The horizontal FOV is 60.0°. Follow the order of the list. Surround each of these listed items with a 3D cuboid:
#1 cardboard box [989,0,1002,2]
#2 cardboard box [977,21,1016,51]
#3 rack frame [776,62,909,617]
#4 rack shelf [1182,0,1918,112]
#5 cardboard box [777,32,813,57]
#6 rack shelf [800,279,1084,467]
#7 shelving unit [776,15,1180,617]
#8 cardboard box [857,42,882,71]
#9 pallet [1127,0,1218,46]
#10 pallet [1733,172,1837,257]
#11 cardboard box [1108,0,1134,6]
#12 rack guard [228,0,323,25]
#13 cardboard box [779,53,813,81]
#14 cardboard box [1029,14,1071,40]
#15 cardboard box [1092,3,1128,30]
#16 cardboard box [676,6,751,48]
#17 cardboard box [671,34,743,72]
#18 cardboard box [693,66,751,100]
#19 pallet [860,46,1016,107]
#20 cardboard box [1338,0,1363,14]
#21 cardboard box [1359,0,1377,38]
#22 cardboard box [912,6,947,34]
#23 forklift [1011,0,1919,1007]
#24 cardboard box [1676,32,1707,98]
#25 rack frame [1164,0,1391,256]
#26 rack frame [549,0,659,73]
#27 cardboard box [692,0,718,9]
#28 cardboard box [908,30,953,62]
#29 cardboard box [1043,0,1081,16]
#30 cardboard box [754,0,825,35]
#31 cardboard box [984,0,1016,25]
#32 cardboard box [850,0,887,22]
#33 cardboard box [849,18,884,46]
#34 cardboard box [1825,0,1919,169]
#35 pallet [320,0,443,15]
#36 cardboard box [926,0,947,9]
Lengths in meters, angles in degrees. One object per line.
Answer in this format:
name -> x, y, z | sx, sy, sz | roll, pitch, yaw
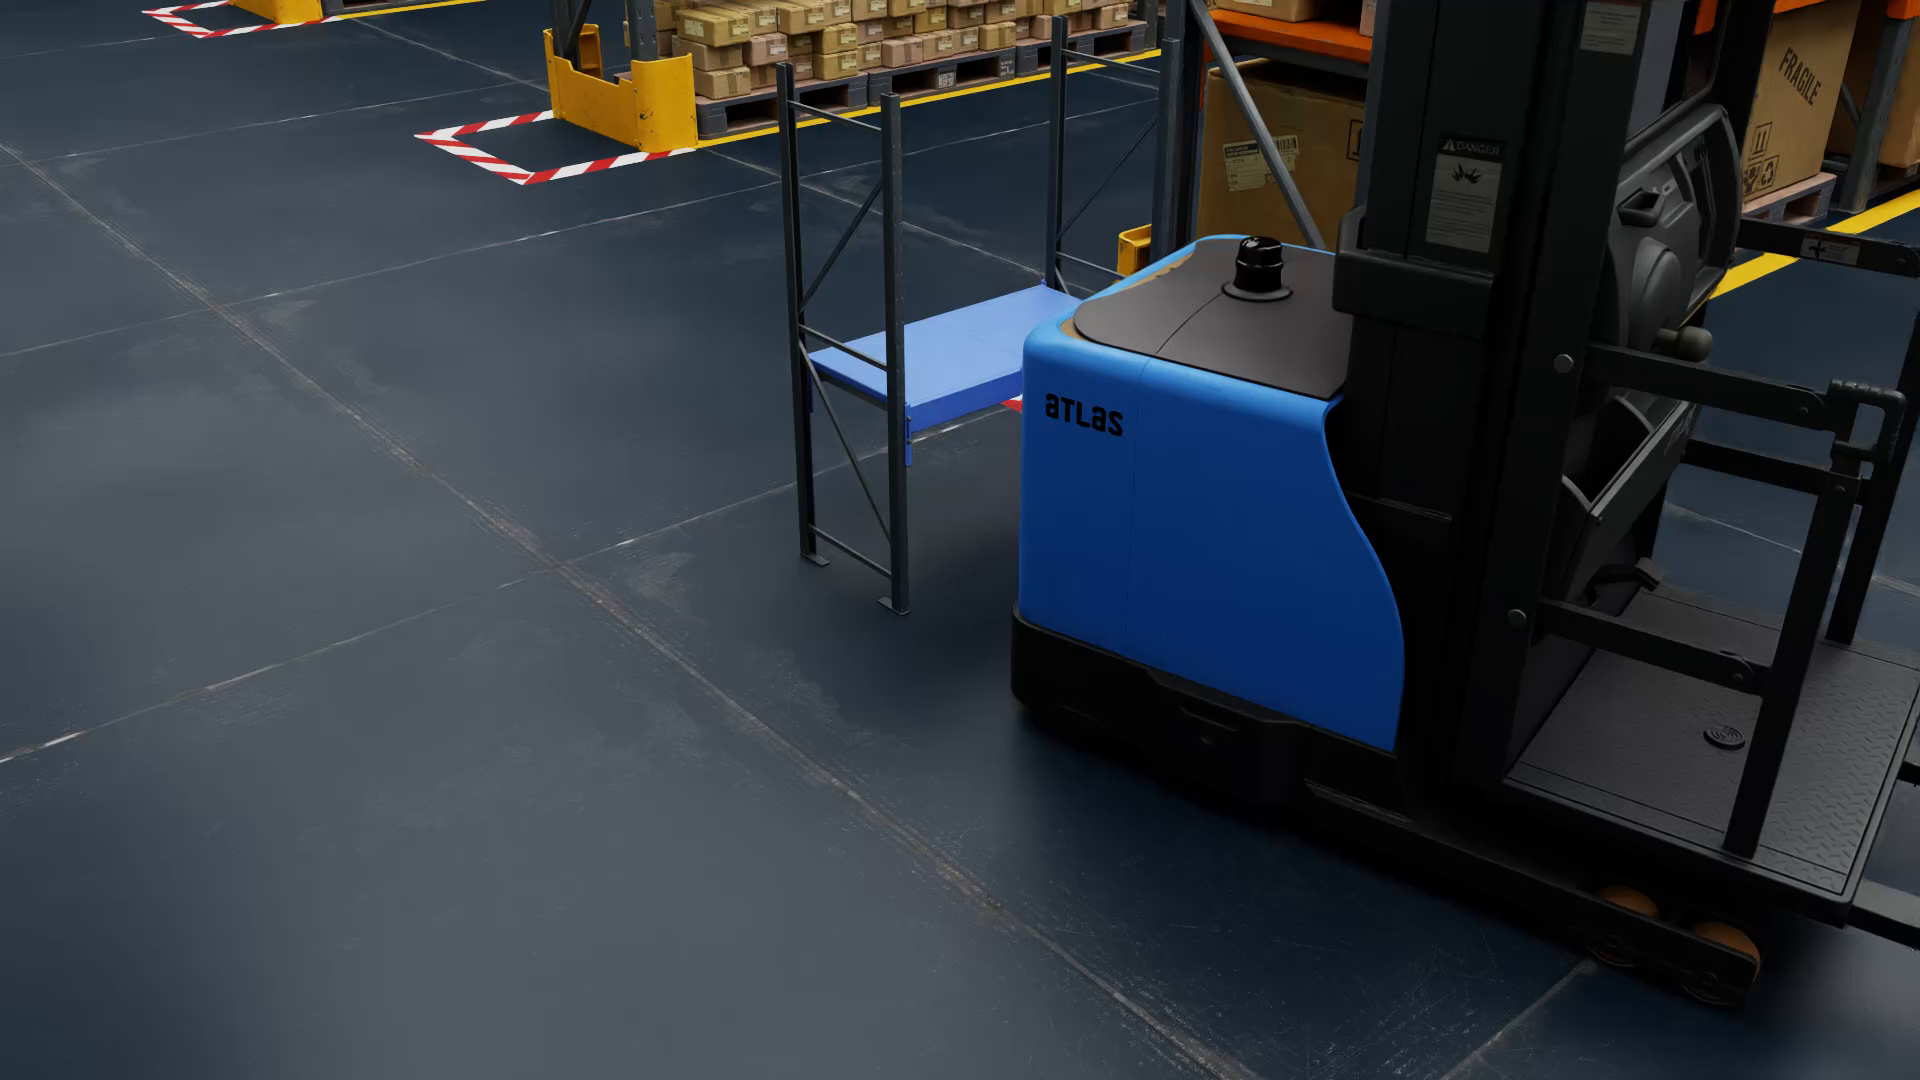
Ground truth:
cardboard box -> 0.162, -3.583, 10.720 | 0.250, 0.149, 0.380 | -24, 36, -37
cardboard box -> 0.147, -3.302, 10.826 | 0.250, 0.149, 0.380 | -22, 35, -35
rack frame -> -0.322, -0.532, 4.654 | 0.032, 1.500, 0.500 | -22, 35, -35
rack shelf -> 2.632, -2.195, 6.937 | 4.000, 0.370, 1.077 | -22, 35, -35
cardboard box -> -1.093, -3.007, 9.958 | 0.250, 0.149, 0.380 | -21, 35, -34
rack shelf -> 0.065, -0.529, 5.030 | 1.000, 0.185, 0.538 | -22, 35, -35
shelving unit -> 0.065, -0.688, 4.945 | 1.048, 1.500, 0.538 | -22, 35, -35
cardboard box -> -0.697, -3.022, 10.301 | 0.250, 0.149, 0.380 | -22, 35, -35
pallet -> 1.603, -3.942, 12.402 | 1.213, 0.211, 1.003 | -22, 35, -35
pallet -> 3.524, -1.689, 8.187 | 1.213, 0.211, 1.003 | -22, 35, -35
cardboard box -> 0.978, -3.782, 11.408 | 0.250, 0.149, 0.380 | -21, 35, -34
rack guard -> -5.340, -4.344, 12.848 | 0.348, 0.500, 1.175 | -22, 35, -35
cardboard box -> -1.095, -2.871, 10.018 | 0.250, 0.149, 0.380 | -21, 35, -34
cardboard box -> 0.523, -3.465, 11.131 | 0.250, 0.149, 0.380 | -23, 36, -36
cardboard box -> 0.934, -3.619, 11.418 | 0.250, 0.149, 0.380 | -21, 35, -34
cardboard box -> -1.413, -2.938, 9.513 | 0.250, 0.149, 0.380 | -24, 36, -37
cardboard box -> -1.467, -2.837, 9.639 | 0.250, 0.149, 0.380 | -20, 34, -33
cardboard box -> -1.425, -2.683, 9.667 | 0.250, 0.149, 0.380 | -21, 35, -34
pallet -> -0.405, -3.110, 10.845 | 1.213, 0.211, 1.003 | -22, 35, -35
cardboard box -> 1.364, -2.096, 6.257 | 0.250, 0.149, 0.380 | -21, 35, -34
cardboard box -> 1.595, -1.780, 5.664 | 0.250, 0.149, 0.380 | -21, 35, -34
cardboard box -> -0.296, -3.339, 10.578 | 0.250, 0.149, 0.380 | -20, 34, -33
forklift -> 1.628, -0.616, 3.293 | 3.031, 2.935, 1.130 | 19, 33, 31
cardboard box -> 2.915, -1.923, 7.475 | 0.875, 0.875, 0.875 | -22, 35, -35
rack frame -> 1.111, -1.900, 5.623 | 0.127, 3.000, 1.000 | -22, 35, -35
rack frame -> -2.032, -3.709, 9.009 | 0.127, 3.000, 1.000 | -22, 35, -35
cardboard box -> -1.565, -3.209, 10.020 | 0.250, 0.149, 0.380 | -21, 35, -34
cardboard box -> -0.257, -3.161, 10.561 | 0.250, 0.149, 0.380 | -22, 35, -35
cardboard box -> 0.588, -3.606, 11.079 | 0.250, 0.149, 0.380 | -23, 36, -37
cardboard box -> -1.006, -3.097, 9.810 | 0.250, 0.149, 0.380 | -22, 35, -35
cardboard box -> 0.152, -3.480, 10.843 | 0.250, 0.149, 0.380 | -21, 35, -34
cardboard box -> -0.654, -3.284, 10.160 | 0.250, 0.149, 0.380 | -20, 34, -33
cardboard box -> -0.687, -3.162, 10.247 | 0.250, 0.149, 0.380 | -24, 36, -37
cardboard box -> 4.628, -2.575, 8.694 | 0.875, 0.875, 1.225 | -22, 35, -35
pallet -> -4.764, -4.496, 13.440 | 1.213, 0.211, 1.003 | -22, 35, -35
cardboard box -> -0.295, -3.459, 10.488 | 0.250, 0.149, 0.380 | -22, 35, -35
